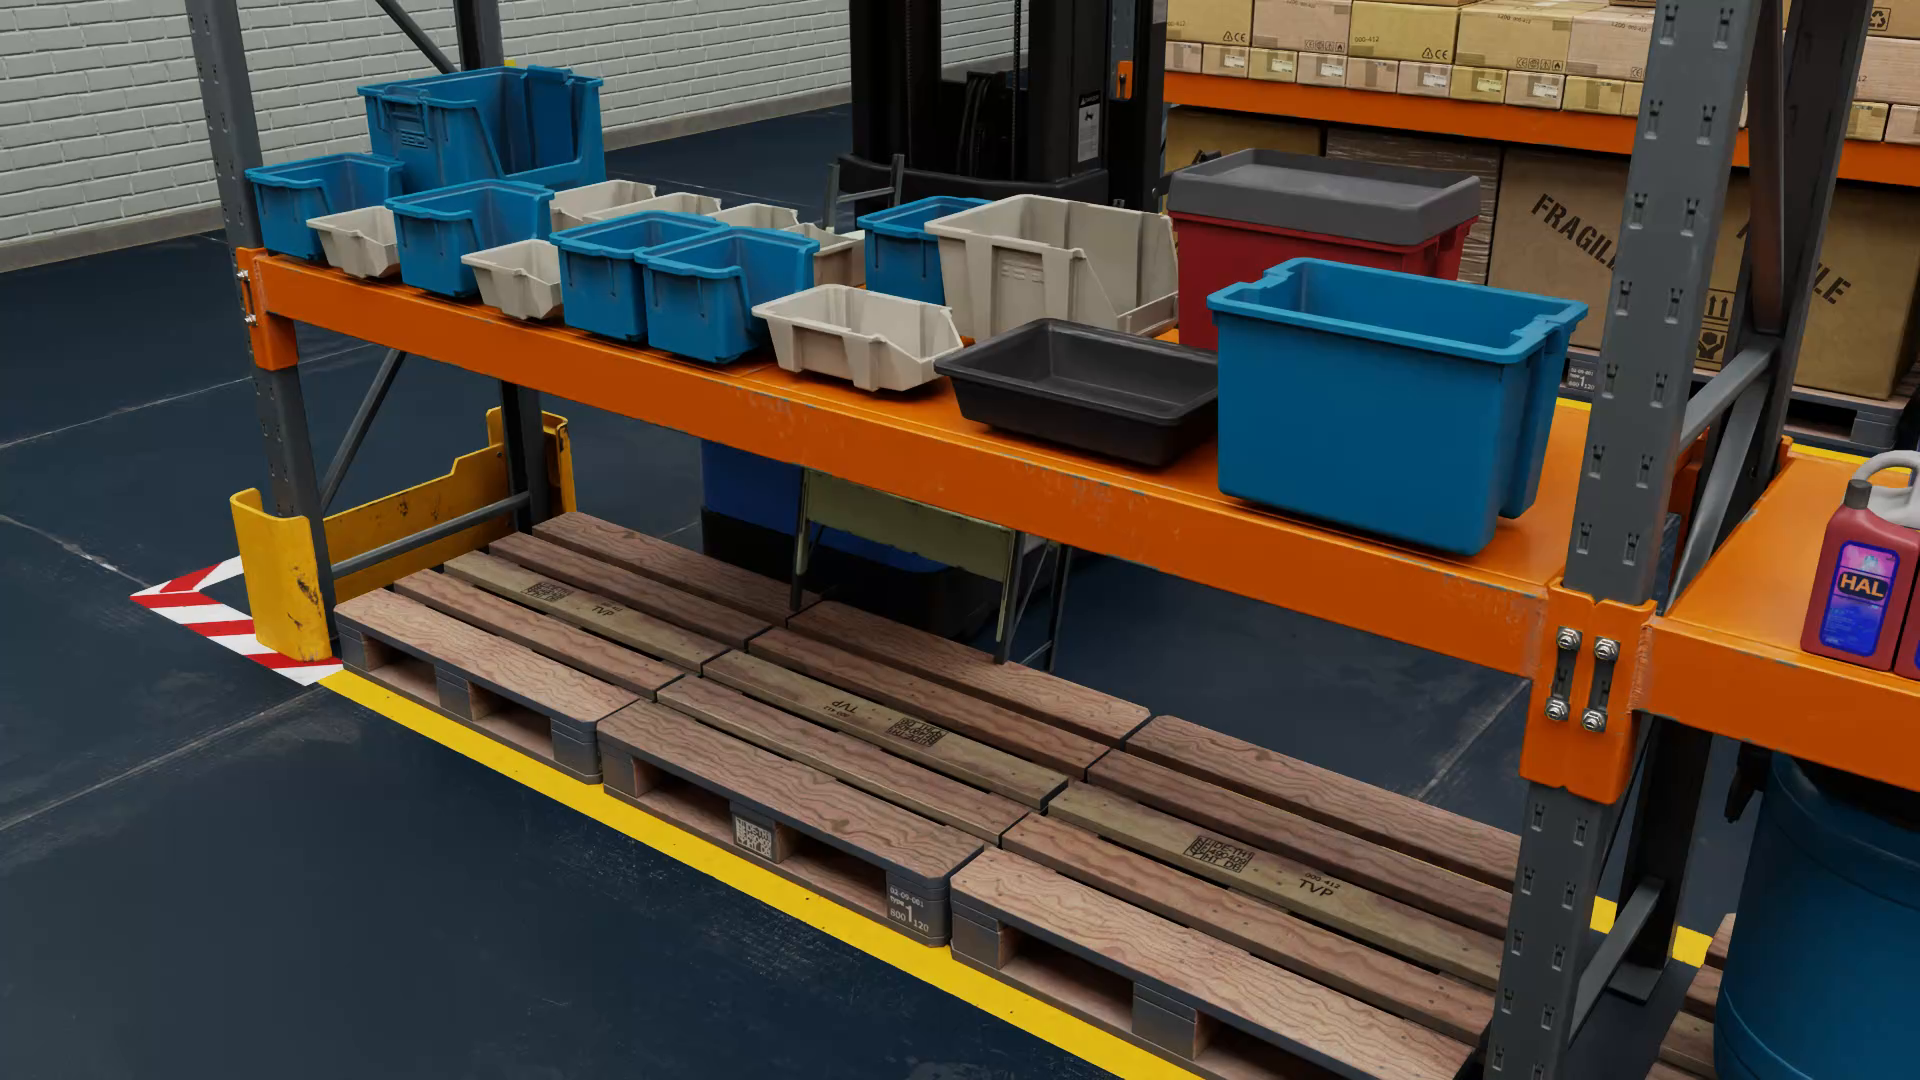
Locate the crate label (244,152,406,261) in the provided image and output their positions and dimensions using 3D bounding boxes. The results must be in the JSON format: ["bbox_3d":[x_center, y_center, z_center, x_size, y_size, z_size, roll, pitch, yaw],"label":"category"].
[{"bbox_3d":[-1.845,-0.980,4.887,0.303,0.233,0.416,17,29,33],"label":"crate label"}]

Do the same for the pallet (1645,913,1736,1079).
[{"bbox_3d":[1.948,1.249,3.154,1.213,0.211,1.003,17,29,33],"label":"pallet"}]

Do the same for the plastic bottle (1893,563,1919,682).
[{"bbox_3d":[1.500,0.084,2.483,0.133,0.283,0.061,17,29,33],"label":"plastic bottle"}]

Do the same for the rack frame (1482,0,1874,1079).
[{"bbox_3d":[1.355,-0.227,3.046,0.127,3.000,1.000,17,29,33],"label":"rack frame"}]

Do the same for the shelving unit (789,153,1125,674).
[{"bbox_3d":[-0.040,-0.325,5.004,0.755,1.500,0.431,17,24,24],"label":"shelving unit"}]

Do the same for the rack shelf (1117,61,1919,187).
[{"bbox_3d":[2.726,-1.980,7.916,4.000,0.370,1.077,17,29,33],"label":"rack shelf"}]

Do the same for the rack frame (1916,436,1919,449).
[{"bbox_3d":[4.326,-1.826,6.673,0.127,3.000,1.000,17,29,33],"label":"rack frame"}]

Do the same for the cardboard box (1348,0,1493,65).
[{"bbox_3d":[2.167,-2.411,7.819,0.500,0.250,0.500,16,28,32],"label":"cardboard box"}]

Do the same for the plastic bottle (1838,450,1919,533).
[{"bbox_3d":[1.475,-0.005,2.603,0.185,0.351,0.144,17,29,33],"label":"plastic bottle"}]

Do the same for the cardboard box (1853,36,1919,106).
[{"bbox_3d":[3.815,-1.915,6.693,0.500,0.250,0.500,16,29,32],"label":"cardboard box"}]

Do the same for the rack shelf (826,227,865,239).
[{"bbox_3d":[0.005,-0.685,4.861,0.720,0.370,0.431,17,24,24],"label":"rack shelf"}]

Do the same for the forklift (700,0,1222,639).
[{"bbox_3d":[0.367,-1.548,6.127,1.130,2.935,3.031,16,28,32],"label":"forklift"}]

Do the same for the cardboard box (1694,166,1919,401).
[{"bbox_3d":[3.846,-1.231,7.438,0.875,0.875,0.875,17,29,33],"label":"cardboard box"}]

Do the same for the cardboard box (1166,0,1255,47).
[{"bbox_3d":[1.347,-2.657,8.377,0.500,0.250,0.500,16,28,32],"label":"cardboard box"}]

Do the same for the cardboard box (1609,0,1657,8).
[{"bbox_3d":[3.288,-2.680,7.500,0.500,0.500,0.500,16,28,32],"label":"cardboard box"}]

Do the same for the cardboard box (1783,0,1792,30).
[{"bbox_3d":[3.399,-2.384,6.827,0.500,0.500,0.500,17,29,34],"label":"cardboard box"}]

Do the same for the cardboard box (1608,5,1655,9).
[{"bbox_3d":[3.294,-2.336,7.650,0.500,0.250,0.500,18,29,35],"label":"cardboard box"}]

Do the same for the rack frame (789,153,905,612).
[{"bbox_3d":[-0.359,-0.425,5.154,0.023,1.500,0.400,17,24,24],"label":"rack frame"}]

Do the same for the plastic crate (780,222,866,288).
[{"bbox_3d":[-0.375,-0.763,4.514,0.250,0.136,0.298,17,29,33],"label":"plastic crate"}]

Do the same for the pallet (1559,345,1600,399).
[{"bbox_3d":[2.784,-1.053,8.379,1.213,0.211,1.003,17,29,33],"label":"pallet"}]

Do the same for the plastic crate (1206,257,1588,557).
[{"bbox_3d":[0.777,-0.250,3.044,0.575,0.384,0.392,17,29,33],"label":"plastic crate"}]

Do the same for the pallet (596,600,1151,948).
[{"bbox_3d":[-0.237,0.588,4.653,1.213,0.211,1.003,17,29,33],"label":"pallet"}]

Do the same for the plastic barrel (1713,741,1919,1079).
[{"bbox_3d":[1.781,0.678,3.073,0.708,0.901,0.600,17,29,33],"label":"plastic barrel"}]

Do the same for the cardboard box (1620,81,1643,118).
[{"bbox_3d":[3.062,-1.927,7.216,0.250,0.149,0.380,17,29,34],"label":"cardboard box"}]

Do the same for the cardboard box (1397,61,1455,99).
[{"bbox_3d":[2.242,-2.175,7.779,0.250,0.149,0.380,16,29,33],"label":"cardboard box"}]

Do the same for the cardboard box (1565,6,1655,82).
[{"bbox_3d":[2.991,-2.163,7.256,0.500,0.250,0.500,18,29,34],"label":"cardboard box"}]

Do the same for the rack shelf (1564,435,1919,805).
[{"bbox_3d":[2.956,0.585,2.093,4.000,0.370,1.077,17,29,33],"label":"rack shelf"}]

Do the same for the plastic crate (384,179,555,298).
[{"bbox_3d":[-1.318,-0.820,4.525,0.300,0.233,0.416,17,29,33],"label":"plastic crate"}]

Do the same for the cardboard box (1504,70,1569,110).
[{"bbox_3d":[2.654,-2.051,7.497,0.250,0.149,0.380,17,29,34],"label":"cardboard box"}]

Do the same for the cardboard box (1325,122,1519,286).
[{"bbox_3d":[2.414,-1.664,8.420,0.875,0.875,0.875,17,29,33],"label":"cardboard box"}]

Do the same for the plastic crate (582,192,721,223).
[{"bbox_3d":[-0.861,-0.888,4.798,0.243,0.136,0.396,17,29,33],"label":"plastic crate"}]

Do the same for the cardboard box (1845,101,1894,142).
[{"bbox_3d":[3.679,-1.741,6.792,0.250,0.149,0.380,17,29,34],"label":"cardboard box"}]

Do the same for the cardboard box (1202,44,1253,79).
[{"bbox_3d":[1.418,-2.424,8.343,0.250,0.149,0.380,16,29,33],"label":"cardboard box"}]

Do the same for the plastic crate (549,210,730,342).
[{"bbox_3d":[-0.792,-0.661,4.164,0.300,0.233,0.416,17,29,33],"label":"plastic crate"}]

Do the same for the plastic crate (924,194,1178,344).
[{"bbox_3d":[0.244,-0.629,4.031,0.530,0.282,0.437,17,29,33],"label":"plastic crate"}]

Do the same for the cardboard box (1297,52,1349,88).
[{"bbox_3d":[1.832,-2.299,8.060,0.250,0.149,0.380,16,29,33],"label":"cardboard box"}]

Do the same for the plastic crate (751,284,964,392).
[{"bbox_3d":[-0.218,-0.458,3.823,0.466,0.136,0.293,17,29,33],"label":"plastic crate"}]

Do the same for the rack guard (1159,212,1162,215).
[{"bbox_3d":[1.106,-1.655,9.385,0.348,0.500,1.175,17,29,33],"label":"rack guard"}]
